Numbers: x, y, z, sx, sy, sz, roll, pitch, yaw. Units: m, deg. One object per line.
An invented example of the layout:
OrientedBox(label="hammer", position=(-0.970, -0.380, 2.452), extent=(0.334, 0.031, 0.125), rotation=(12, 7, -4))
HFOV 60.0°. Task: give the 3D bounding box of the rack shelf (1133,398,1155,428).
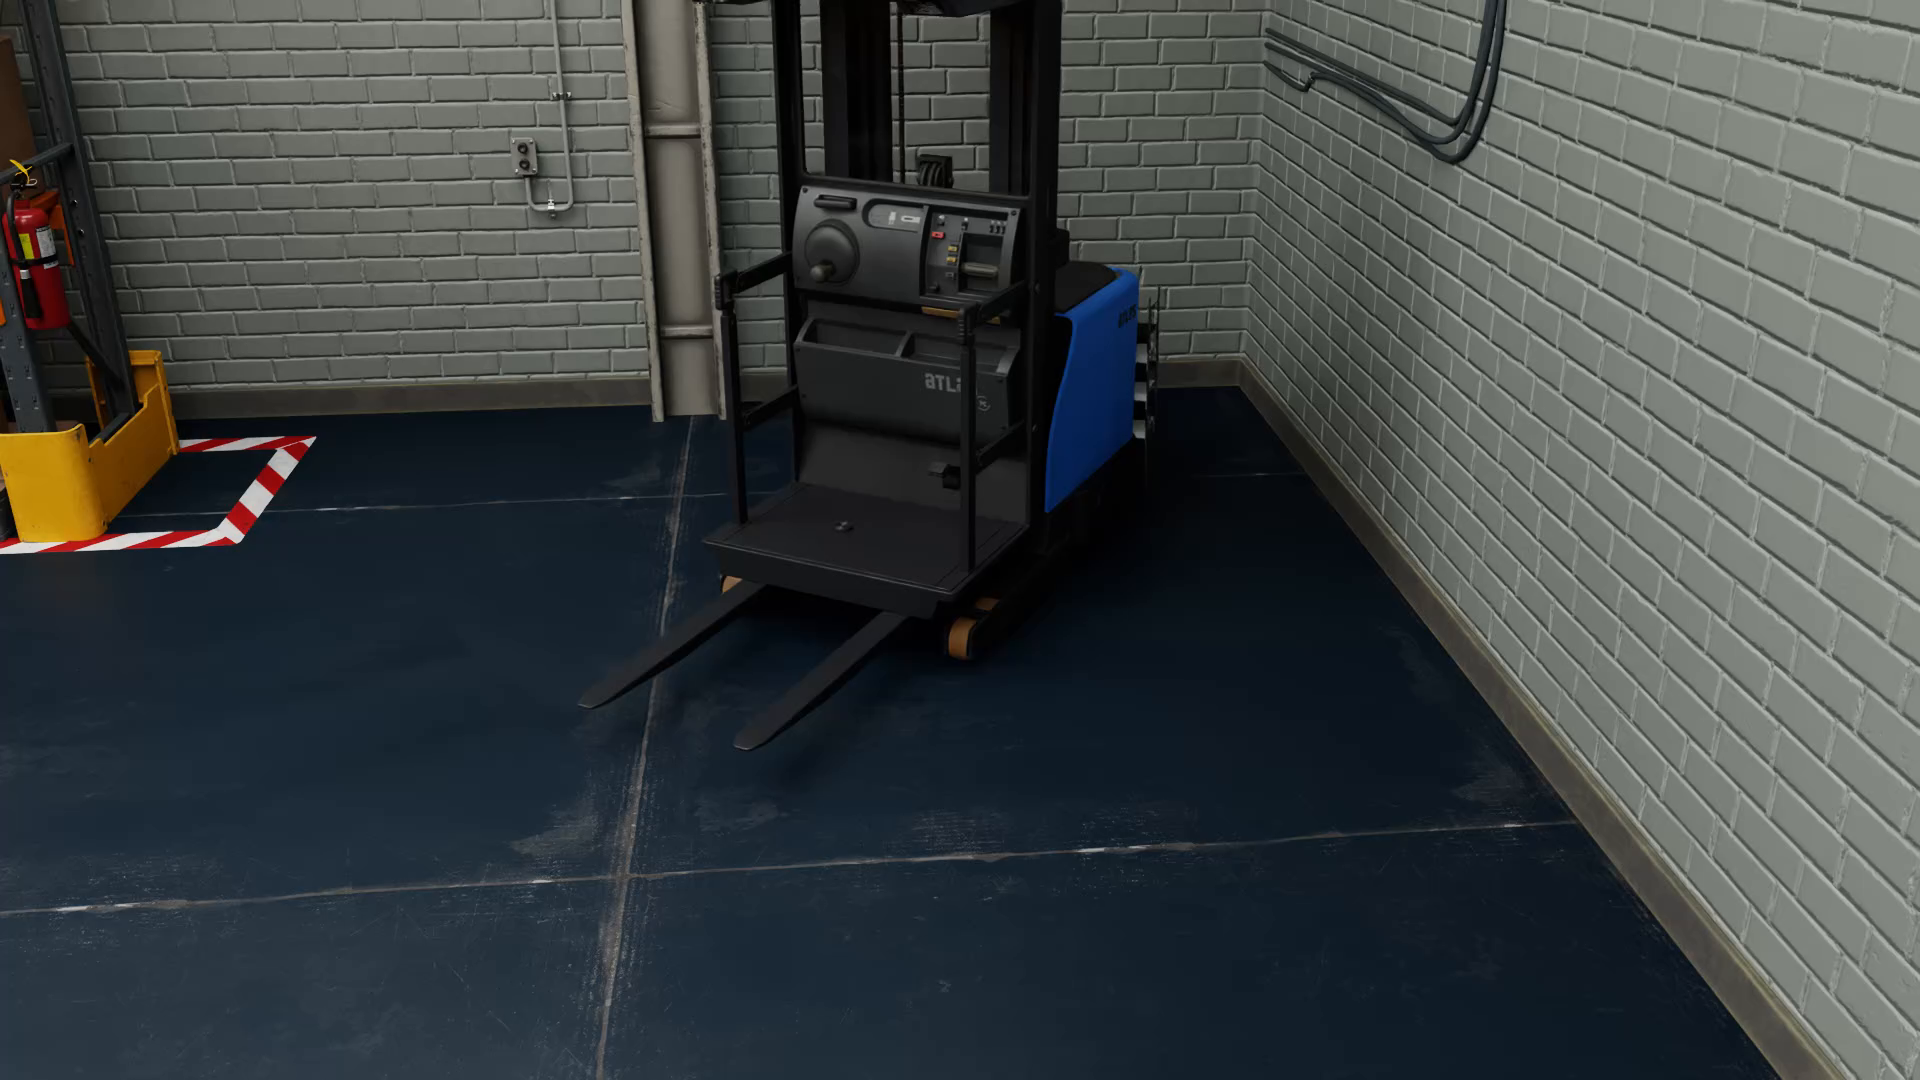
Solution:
OrientedBox(label="rack shelf", position=(0.796, -0.603, 7.780), extent=(0.200, 0.077, 0.258), rotation=(5, 22, 16))

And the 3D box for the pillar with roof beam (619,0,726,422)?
OrientedBox(label="pillar with roof beam", position=(-0.988, -3.055, 3.045), extent=(0.400, 9.000, 9.100), rotation=(-2, 24, -5))

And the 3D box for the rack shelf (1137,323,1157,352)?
OrientedBox(label="rack shelf", position=(0.790, -0.938, 7.648), extent=(0.200, 0.077, 0.258), rotation=(5, 22, 16))

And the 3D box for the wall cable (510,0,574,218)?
OrientedBox(label="wall cable", position=(-2.831, -2.494, 7.918), extent=(1.851, 1.984, 0.084), rotation=(-2, 24, -5))

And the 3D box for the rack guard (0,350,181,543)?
OrientedBox(label="rack guard", position=(-3.989, -0.455, 7.659), extent=(0.348, 0.500, 1.175), rotation=(-2, 24, -5))

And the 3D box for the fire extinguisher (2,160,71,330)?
OrientedBox(label="fire extinguisher", position=(-3.817, -1.210, 6.835), extent=(0.183, 0.674, 0.296), rotation=(-2, 24, -5))

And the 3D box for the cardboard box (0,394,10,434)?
OrientedBox(label="cardboard box", position=(-4.700, -0.578, 7.418), extent=(0.500, 0.500, 0.700), rotation=(-2, 24, -5))

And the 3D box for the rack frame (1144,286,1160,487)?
OrientedBox(label="rack frame", position=(0.891, -0.708, 7.706), extent=(0.006, 0.900, 0.240), rotation=(5, 22, 16))

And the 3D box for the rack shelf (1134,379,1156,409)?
OrientedBox(label="rack shelf", position=(0.794, -0.687, 7.747), extent=(0.200, 0.077, 0.258), rotation=(5, 22, 16))

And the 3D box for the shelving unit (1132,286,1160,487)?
OrientedBox(label="shelving unit", position=(0.794, -0.718, 7.735), extent=(0.210, 0.900, 0.258), rotation=(5, 22, 16))

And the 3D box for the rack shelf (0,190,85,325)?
OrientedBox(label="rack shelf", position=(-6.003, -1.188, 7.116), extent=(4.000, 0.370, 1.077), rotation=(-2, 24, -5))

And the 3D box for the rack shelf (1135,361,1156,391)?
OrientedBox(label="rack shelf", position=(0.793, -0.770, 7.714), extent=(0.200, 0.077, 0.258), rotation=(5, 22, 16))

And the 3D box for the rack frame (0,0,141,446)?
OrientedBox(label="rack frame", position=(-4.013, -1.597, 7.149), extent=(0.127, 3.000, 1.000), rotation=(-2, 24, -5))

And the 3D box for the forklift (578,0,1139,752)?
OrientedBox(label="forklift", position=(-0.301, -1.087, 6.088), extent=(1.130, 2.935, 3.031), rotation=(11, 26, 24))

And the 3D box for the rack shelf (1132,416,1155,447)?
OrientedBox(label="rack shelf", position=(0.797, -0.519, 7.813), extent=(0.200, 0.077, 0.258), rotation=(5, 22, 16))

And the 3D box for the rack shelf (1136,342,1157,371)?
OrientedBox(label="rack shelf", position=(0.791, -0.854, 7.681), extent=(0.200, 0.077, 0.258), rotation=(5, 22, 16))

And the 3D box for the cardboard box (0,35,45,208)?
OrientedBox(label="cardboard box", position=(-4.519, -1.709, 7.033), extent=(0.700, 0.700, 0.980), rotation=(-1, 24, -3))

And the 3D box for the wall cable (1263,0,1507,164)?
OrientedBox(label="wall cable", position=(1.651, -3.001, 6.744), extent=(0.112, 2.526, 3.097), rotation=(-2, 24, -5))

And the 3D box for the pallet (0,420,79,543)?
OrientedBox(label="pallet", position=(-4.801, -0.259, 7.573), extent=(1.213, 0.211, 1.003), rotation=(-2, 24, -5))
